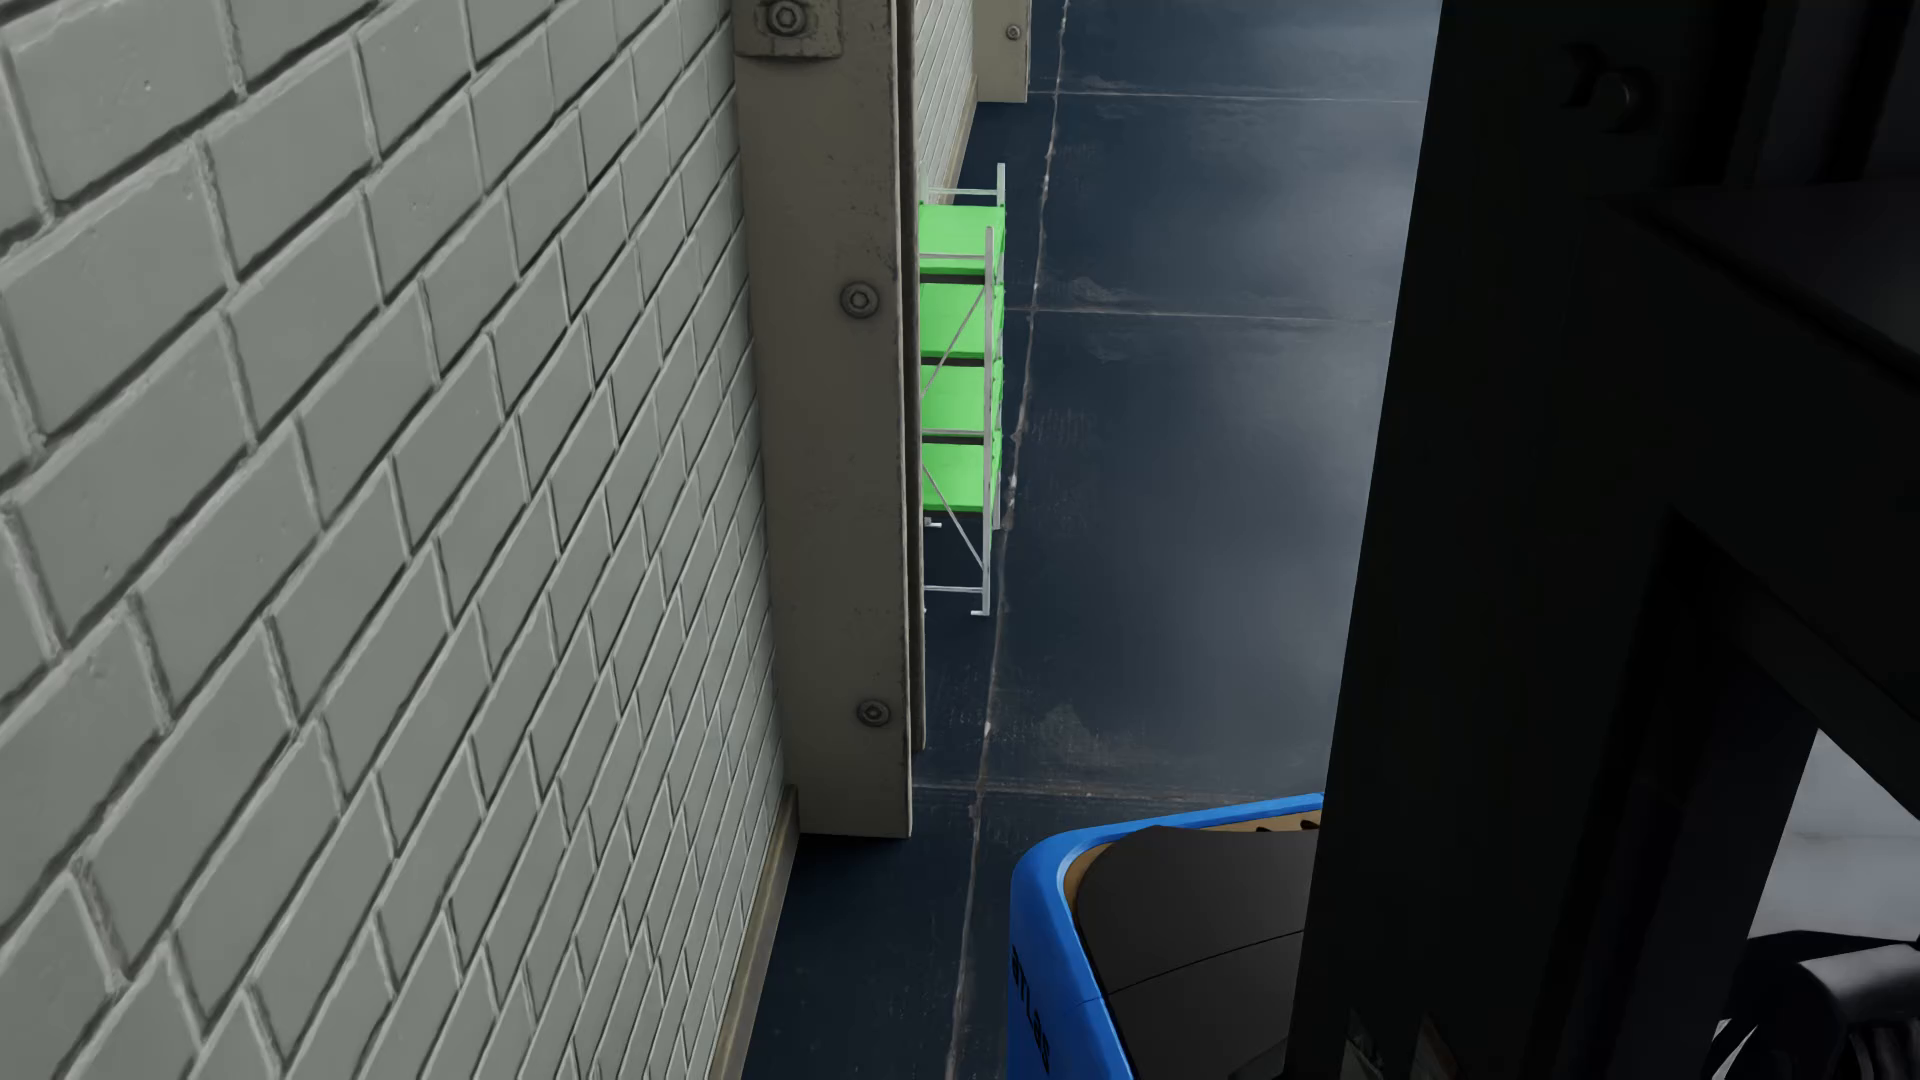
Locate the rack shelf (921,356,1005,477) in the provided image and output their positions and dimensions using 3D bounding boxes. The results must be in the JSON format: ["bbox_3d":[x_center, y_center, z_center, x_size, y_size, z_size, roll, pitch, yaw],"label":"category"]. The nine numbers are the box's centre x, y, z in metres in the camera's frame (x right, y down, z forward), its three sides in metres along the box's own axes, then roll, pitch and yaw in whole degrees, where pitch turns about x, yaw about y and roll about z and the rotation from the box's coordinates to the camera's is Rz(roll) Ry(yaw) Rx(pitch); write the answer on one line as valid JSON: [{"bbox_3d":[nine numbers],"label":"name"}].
[{"bbox_3d":[-0.013,-0.370,4.828,0.258,0.148,0.480,2,32,4],"label":"rack shelf"}]

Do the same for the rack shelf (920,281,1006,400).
[{"bbox_3d":[-0.013,-0.574,4.702,0.258,0.148,0.480,2,32,4],"label":"rack shelf"}]

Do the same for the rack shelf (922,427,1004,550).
[{"bbox_3d":[-0.013,-0.166,4.954,0.258,0.148,0.480,2,32,4],"label":"rack shelf"}]

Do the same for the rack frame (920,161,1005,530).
[{"bbox_3d":[0.006,-0.552,5.002,0.240,1.200,0.015,2,32,4],"label":"rack frame"}]

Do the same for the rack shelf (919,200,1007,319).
[{"bbox_3d":[-0.013,-0.778,4.576,0.258,0.148,0.480,2,32,4],"label":"rack shelf"}]

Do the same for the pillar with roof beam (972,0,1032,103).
[{"bbox_3d":[4.519,-6.165,6.677,9.100,9.000,0.400,2,32,4],"label":"pillar with roof beam"}]

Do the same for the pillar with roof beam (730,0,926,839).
[{"bbox_3d":[4.031,-3.028,1.586,9.100,9.000,0.400,2,32,4],"label":"pillar with roof beam"}]

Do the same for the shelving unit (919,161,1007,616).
[{"bbox_3d":[-0.013,-0.424,4.795,0.258,1.200,0.503,2,32,4],"label":"shelving unit"}]

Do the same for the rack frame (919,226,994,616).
[{"bbox_3d":[-0.033,-0.297,4.588,0.240,1.200,0.015,2,32,4],"label":"rack frame"}]
